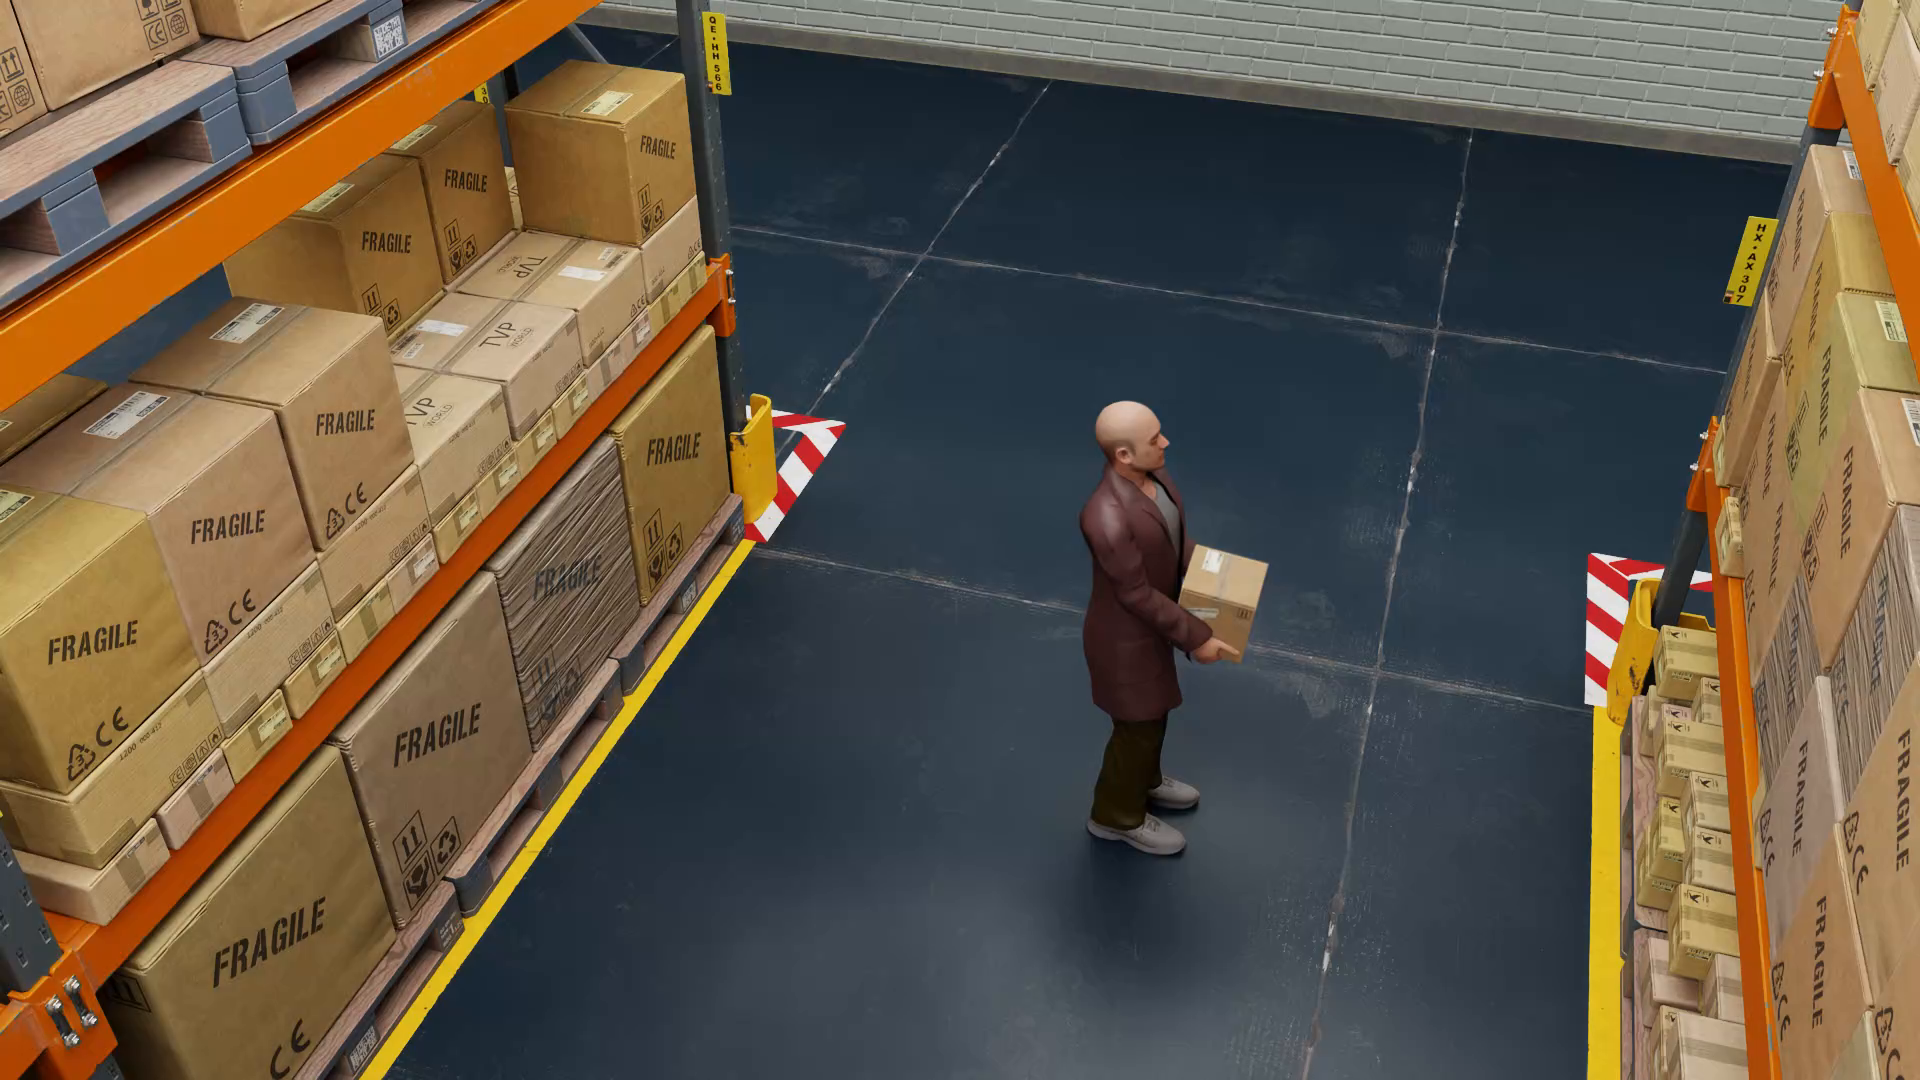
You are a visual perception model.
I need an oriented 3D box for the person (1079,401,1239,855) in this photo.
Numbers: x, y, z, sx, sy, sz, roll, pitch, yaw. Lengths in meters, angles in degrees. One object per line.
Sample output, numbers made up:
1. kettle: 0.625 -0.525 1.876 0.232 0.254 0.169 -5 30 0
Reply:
1. person: 0.697 0.323 5.731 0.563 1.769 0.527 11 38 14
